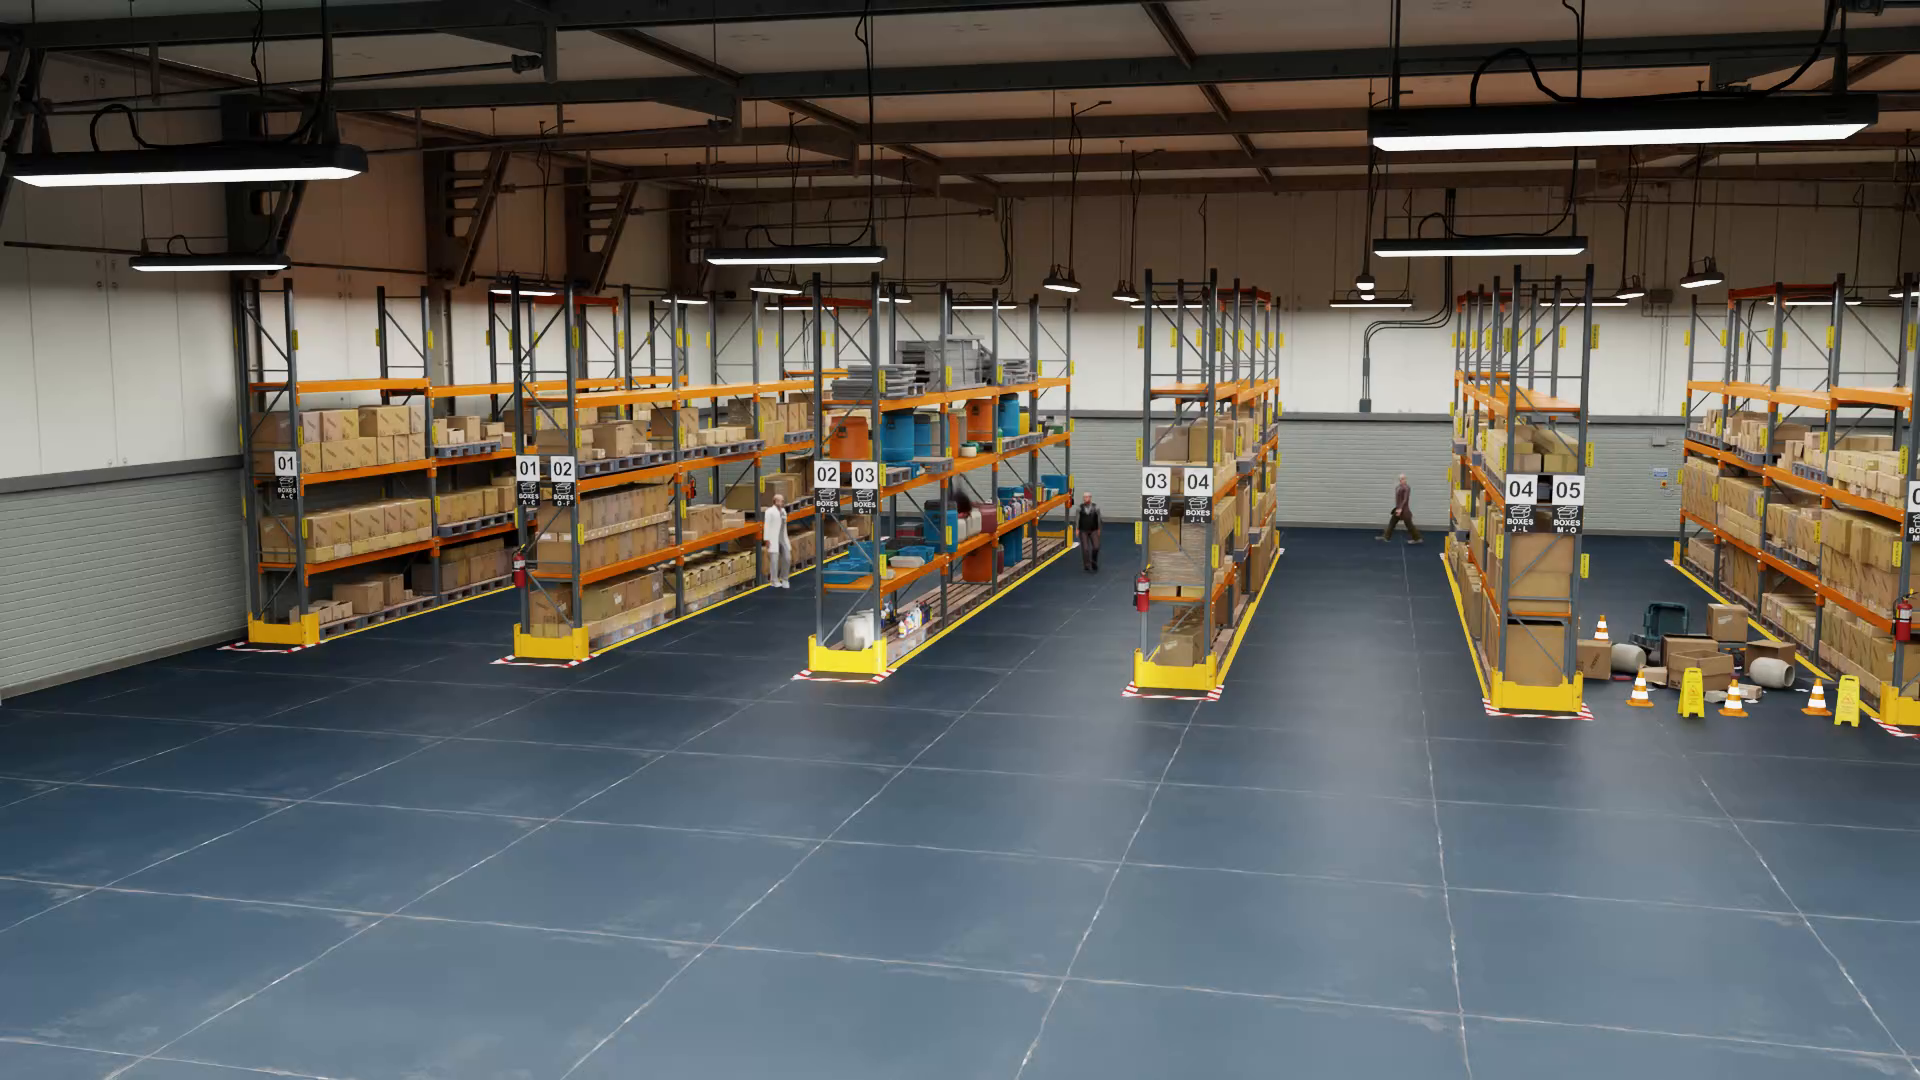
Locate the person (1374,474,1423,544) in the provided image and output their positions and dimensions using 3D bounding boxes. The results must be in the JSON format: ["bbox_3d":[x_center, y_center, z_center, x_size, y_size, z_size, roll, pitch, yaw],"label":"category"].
[{"bbox_3d":[10.807,-0.768,40.875,1.133,1.726,0.697,1,7,8],"label":"person"}]

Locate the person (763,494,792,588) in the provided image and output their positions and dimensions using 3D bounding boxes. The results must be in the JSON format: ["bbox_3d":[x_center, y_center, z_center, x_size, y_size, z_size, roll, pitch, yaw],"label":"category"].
[{"bbox_3d":[-3.535,0.032,31.886,0.634,1.820,0.478,-5,8,-36],"label":"person"}]

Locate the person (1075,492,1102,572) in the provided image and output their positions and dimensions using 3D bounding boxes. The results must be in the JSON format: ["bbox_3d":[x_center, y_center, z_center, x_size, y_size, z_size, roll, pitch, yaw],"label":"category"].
[{"bbox_3d":[2.780,-0.165,35.957,0.582,1.733,0.497,0,7,-3],"label":"person"}]
